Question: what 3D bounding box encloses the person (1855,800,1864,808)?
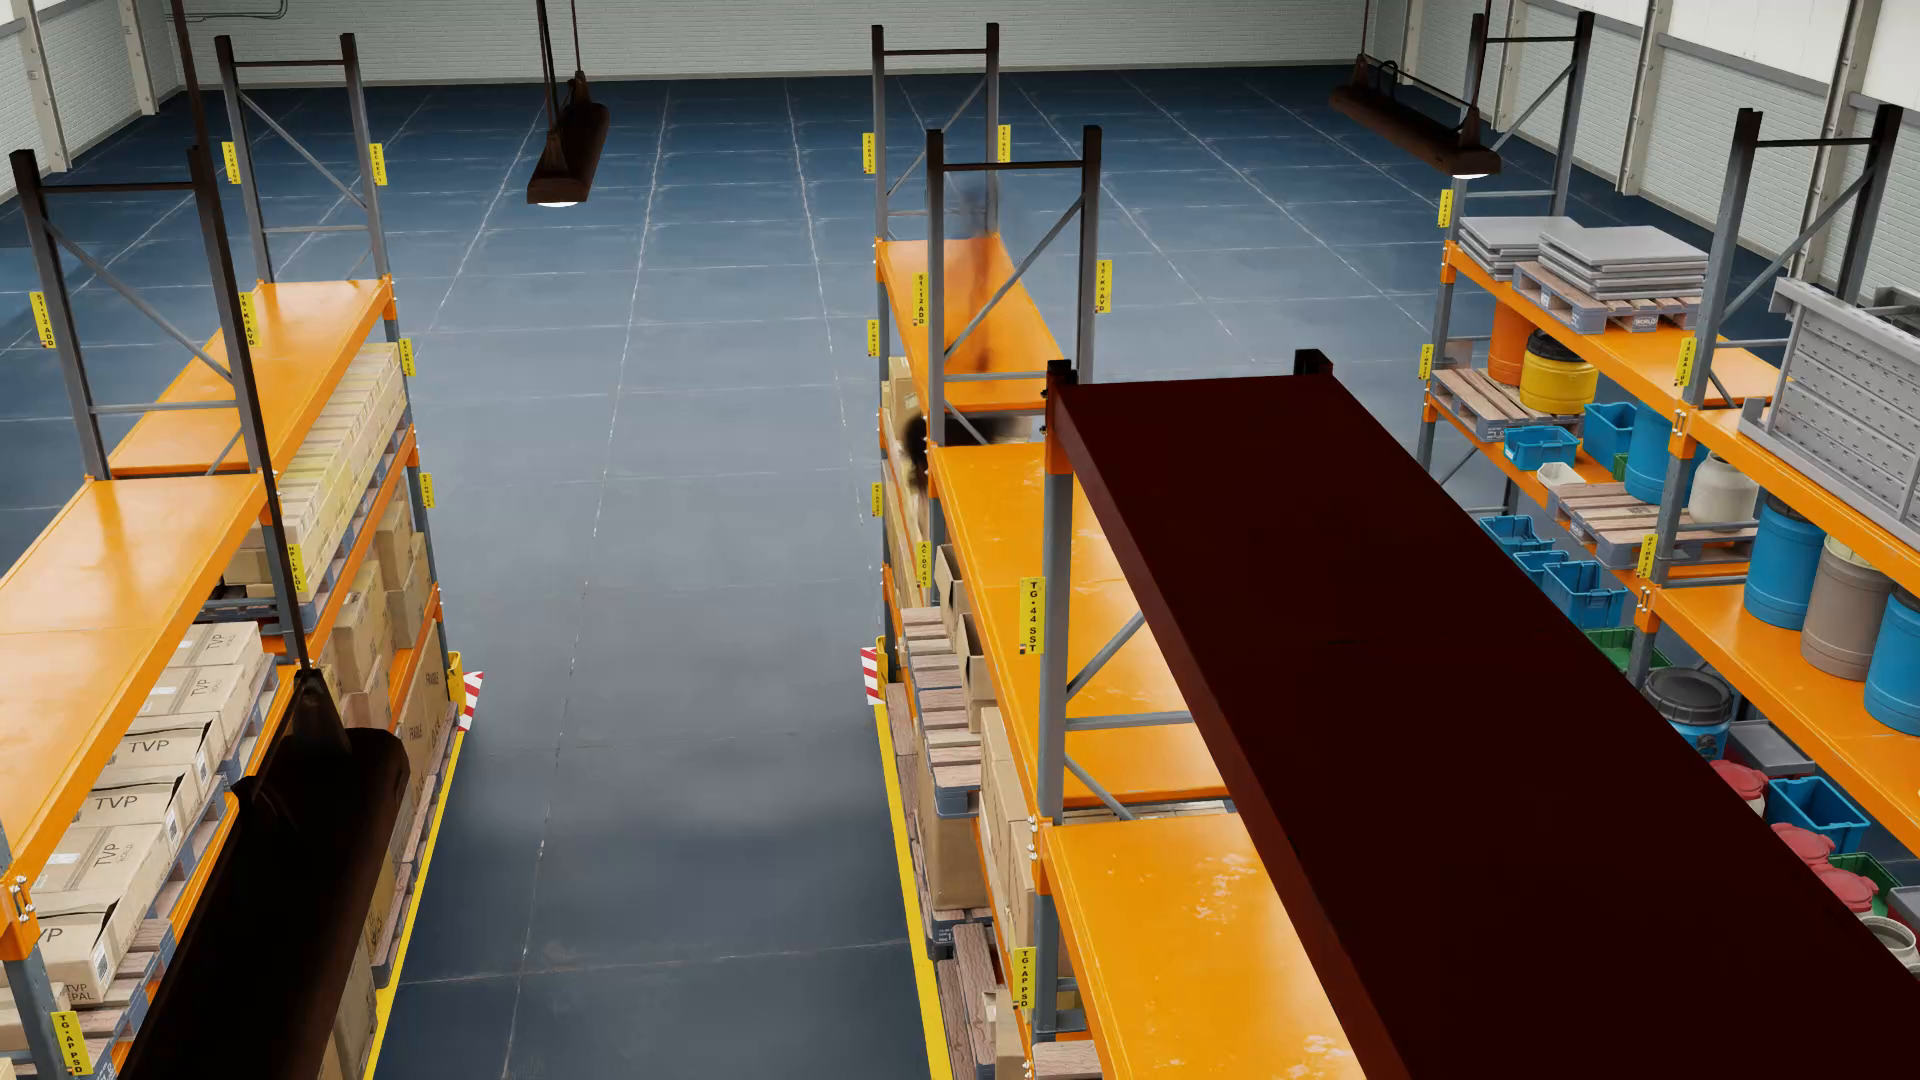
[{"bbox_3d":[7.576,1.577,13.082,0.652,1.805,0.983,-7,26,-15],"label":"person"}]
